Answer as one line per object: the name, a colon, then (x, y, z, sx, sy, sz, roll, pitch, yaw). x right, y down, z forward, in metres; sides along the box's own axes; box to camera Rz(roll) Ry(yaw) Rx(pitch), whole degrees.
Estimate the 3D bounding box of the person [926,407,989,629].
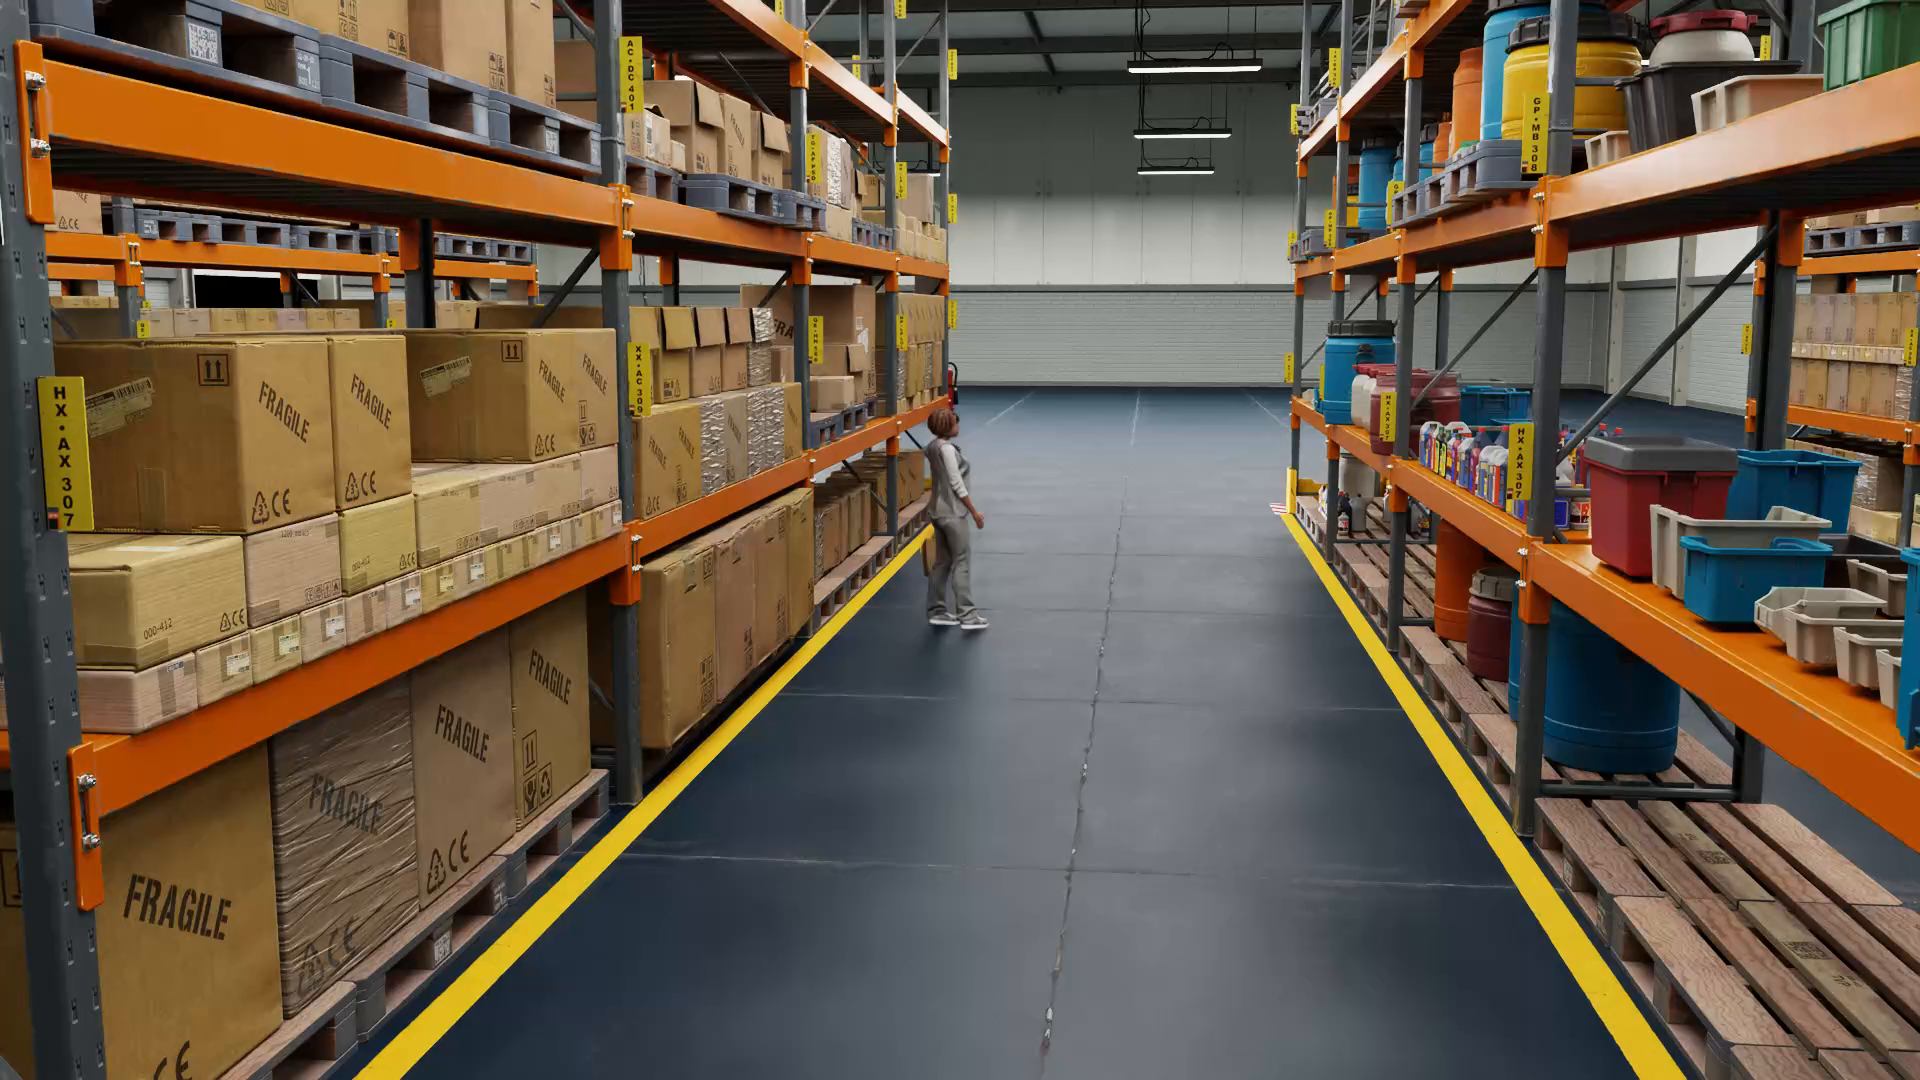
person: (-0.017, -0.156, 11.937, 0.434, 1.602, 0.430, -2, 8, -15)
